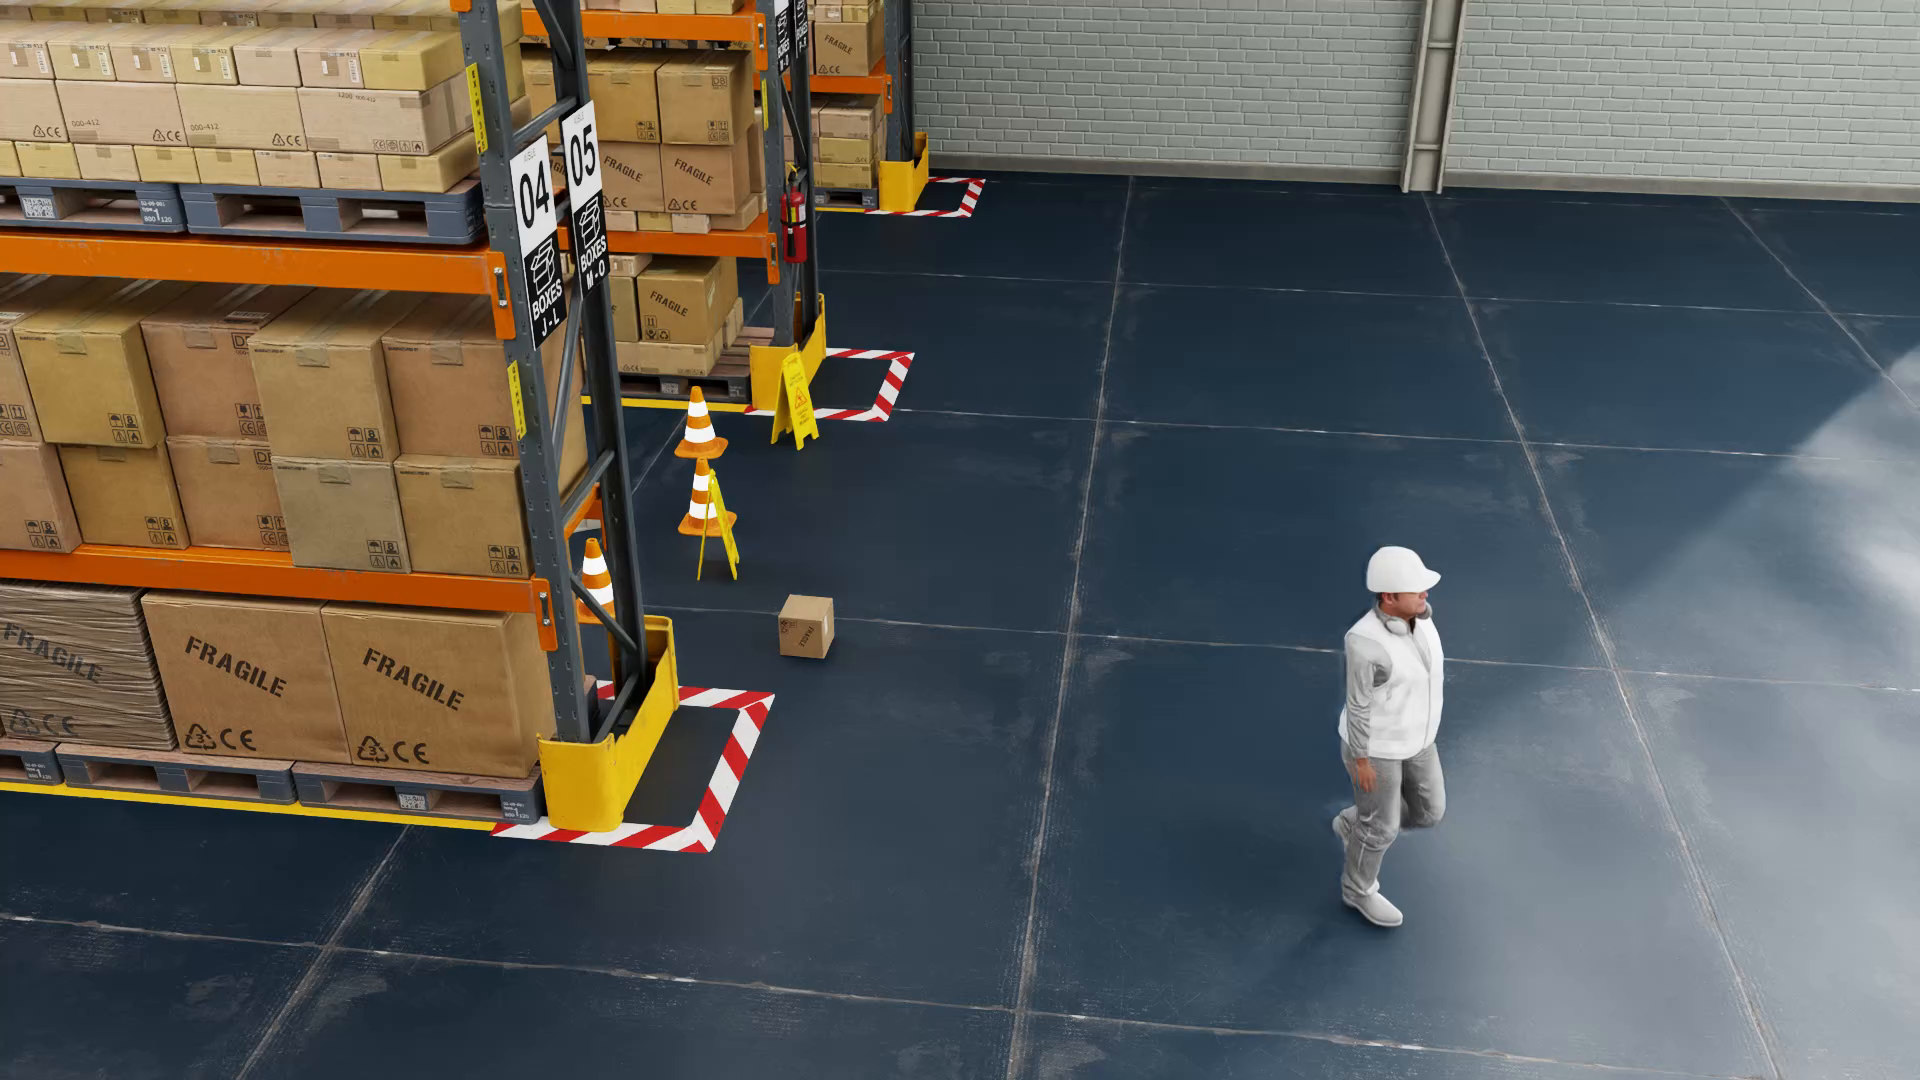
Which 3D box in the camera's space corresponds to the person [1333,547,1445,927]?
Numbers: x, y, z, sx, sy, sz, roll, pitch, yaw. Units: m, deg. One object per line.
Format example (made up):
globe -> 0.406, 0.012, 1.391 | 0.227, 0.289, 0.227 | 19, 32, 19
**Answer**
person -> 1.793, 0.814, 7.028 | 0.534, 1.763, 0.493 | -24, 36, -37
